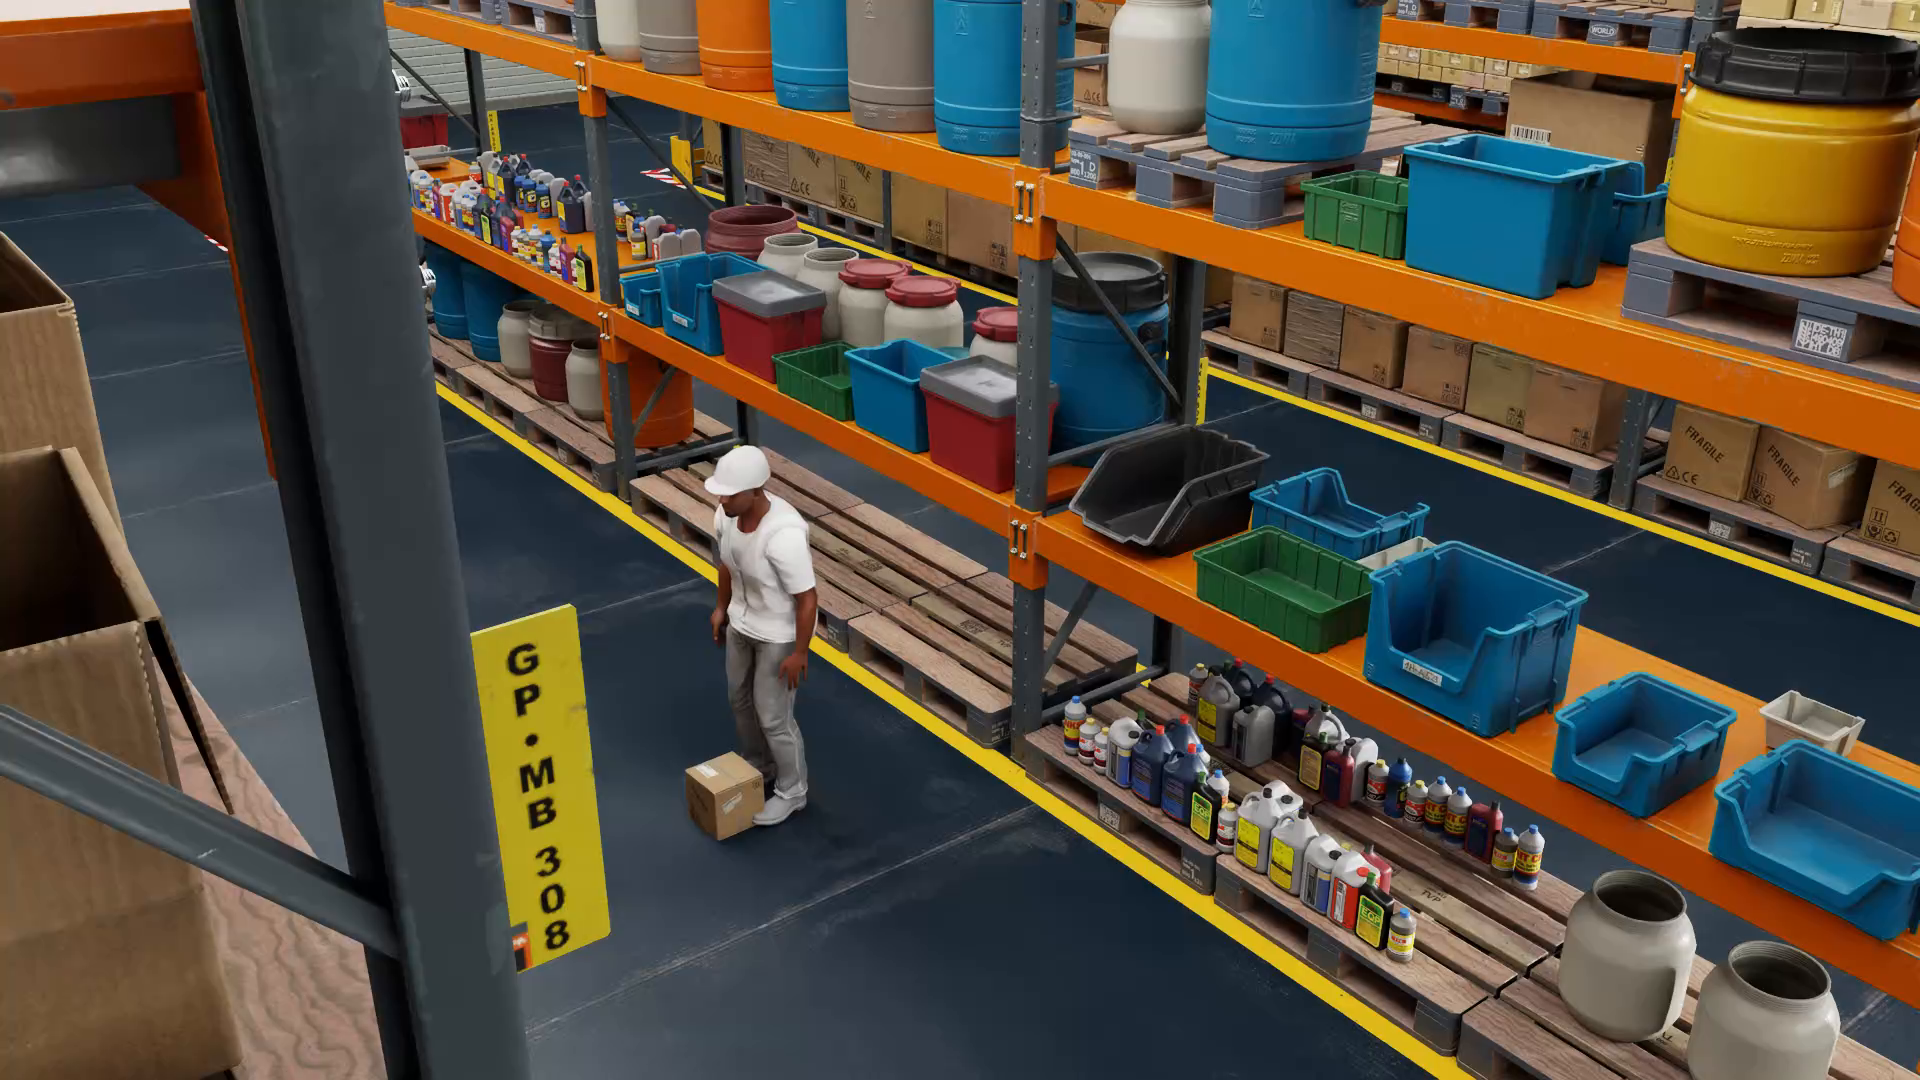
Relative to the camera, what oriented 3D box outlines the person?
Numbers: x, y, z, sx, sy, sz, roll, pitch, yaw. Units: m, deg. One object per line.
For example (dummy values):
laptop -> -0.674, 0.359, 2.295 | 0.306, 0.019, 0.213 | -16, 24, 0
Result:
person -> -0.867, 0.396, 7.219 | 0.462, 1.759, 0.633 | -20, 31, -37
